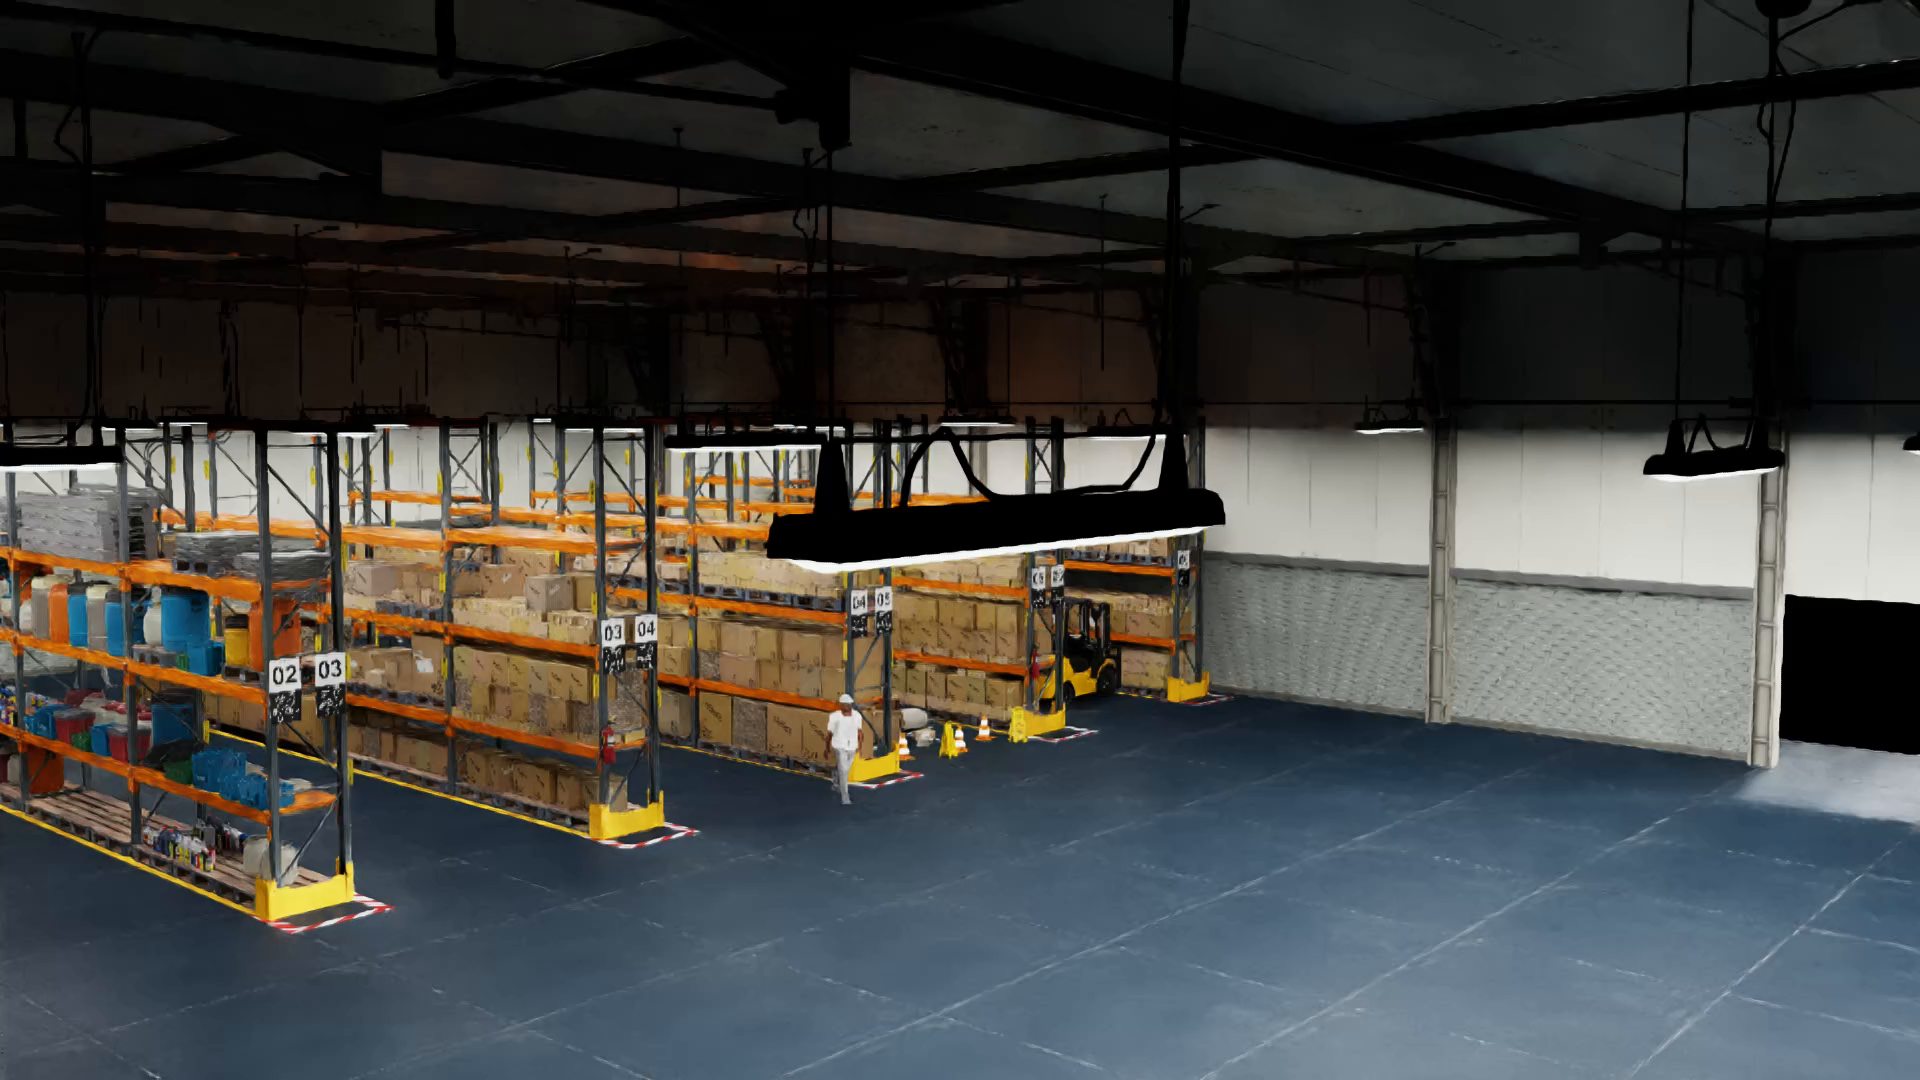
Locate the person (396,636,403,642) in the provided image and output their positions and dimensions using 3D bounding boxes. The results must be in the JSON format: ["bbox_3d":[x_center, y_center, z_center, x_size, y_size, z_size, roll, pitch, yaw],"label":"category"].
[{"bbox_3d":[-14.371,1.923,43.332,1.110,1.590,0.446,4,7,43],"label":"person"}]

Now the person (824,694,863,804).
[{"bbox_3d":[-1.830,3.279,26.407,0.599,1.728,0.940,-3,6,-33],"label":"person"}]

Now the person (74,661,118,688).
[{"bbox_3d":[-19.106,2.481,36.633,0.938,1.625,0.529,2,5,18],"label":"person"}]
